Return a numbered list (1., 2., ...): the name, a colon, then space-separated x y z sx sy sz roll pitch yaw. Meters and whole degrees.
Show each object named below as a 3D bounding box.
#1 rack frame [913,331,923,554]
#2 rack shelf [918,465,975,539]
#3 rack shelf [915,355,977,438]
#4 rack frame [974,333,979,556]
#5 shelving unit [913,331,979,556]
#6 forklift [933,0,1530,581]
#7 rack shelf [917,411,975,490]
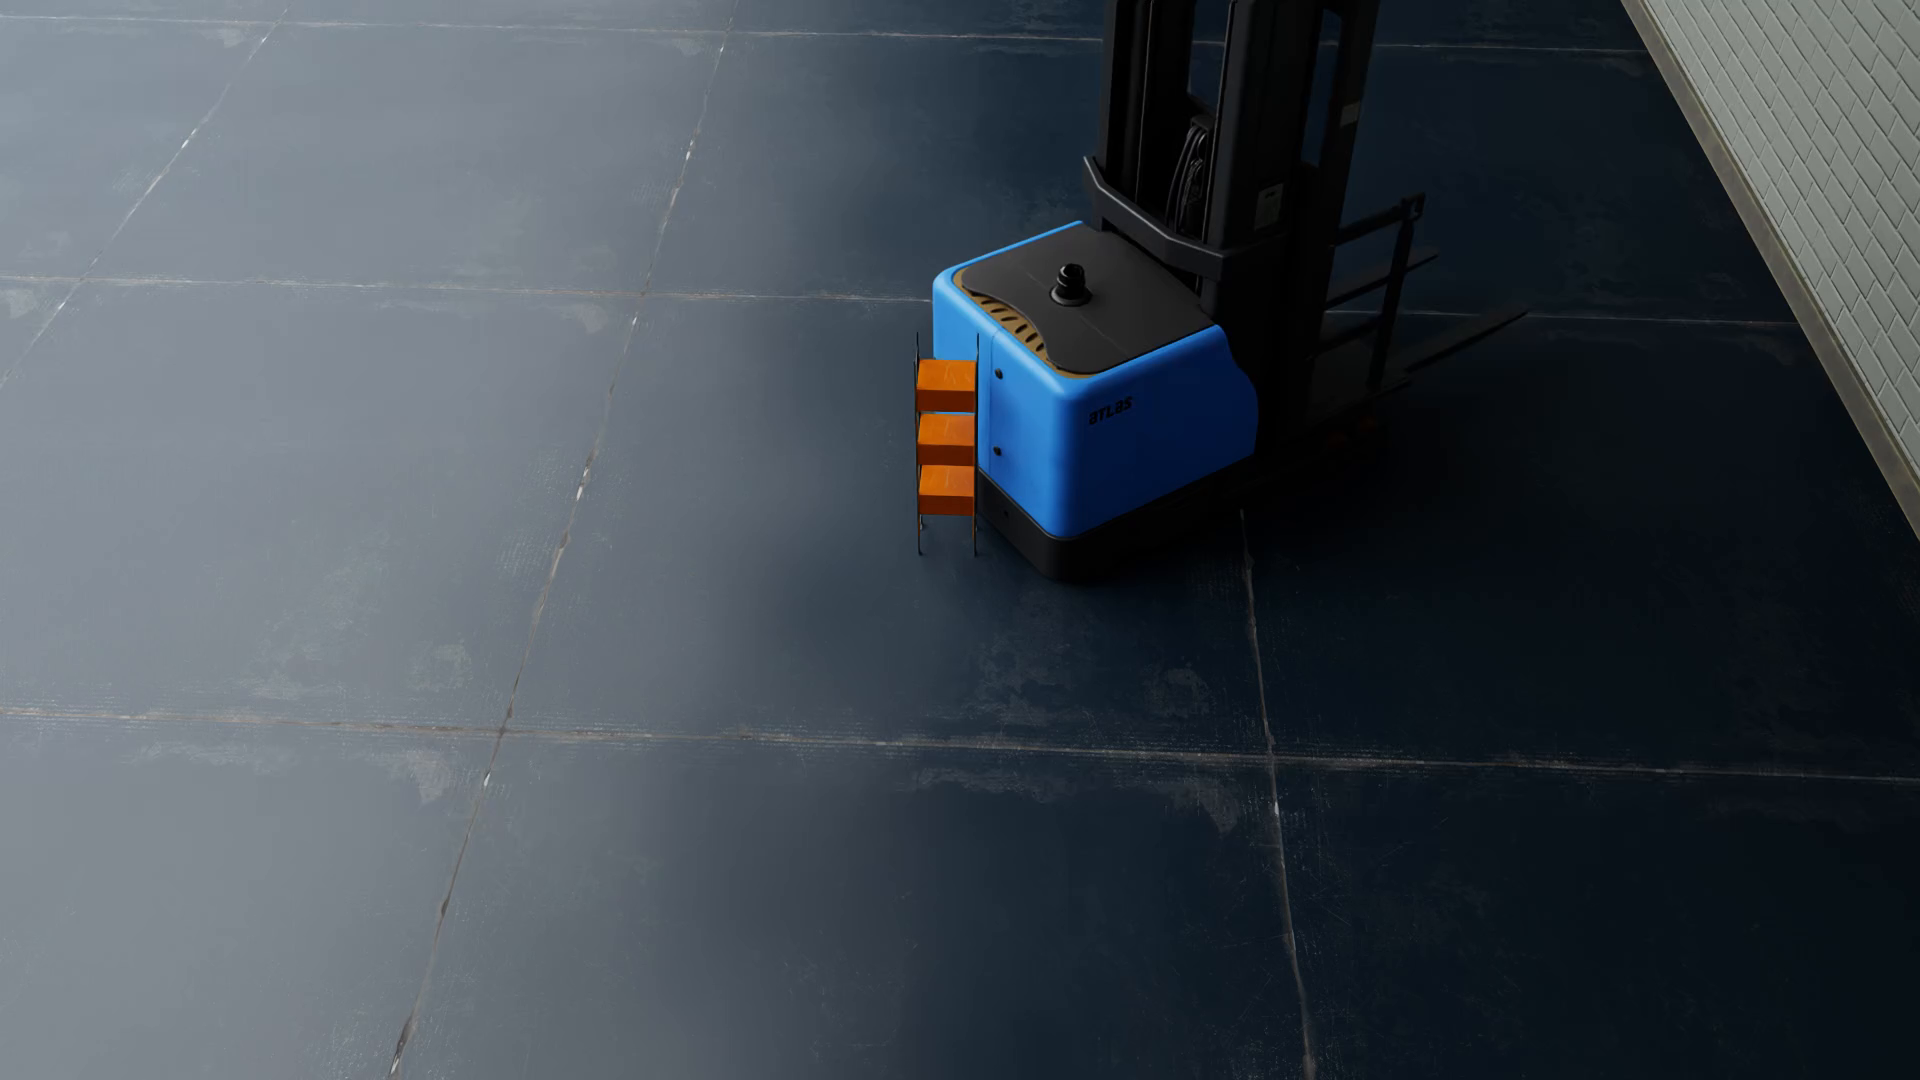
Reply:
1. rack frame: -0.175 -0.390 6.983 0.008 1.050 0.200 2 43 2
2. rack shelf: -0.053 -0.175 7.176 0.240 0.259 0.215 2 43 2
3. rack shelf: -0.053 -0.586 6.793 0.240 0.259 0.215 2 43 2
4. rack frame: 0.068 -0.382 6.975 0.008 1.050 0.200 2 43 2
5. shelving unit: -0.053 -0.386 6.979 0.252 1.050 0.215 2 43 2
6. forklift: 1.383 -1.683 6.991 3.031 2.935 1.130 -24 48 -24
7. rack shelf: -0.053 -0.378 6.986 0.240 0.259 0.215 2 43 2
